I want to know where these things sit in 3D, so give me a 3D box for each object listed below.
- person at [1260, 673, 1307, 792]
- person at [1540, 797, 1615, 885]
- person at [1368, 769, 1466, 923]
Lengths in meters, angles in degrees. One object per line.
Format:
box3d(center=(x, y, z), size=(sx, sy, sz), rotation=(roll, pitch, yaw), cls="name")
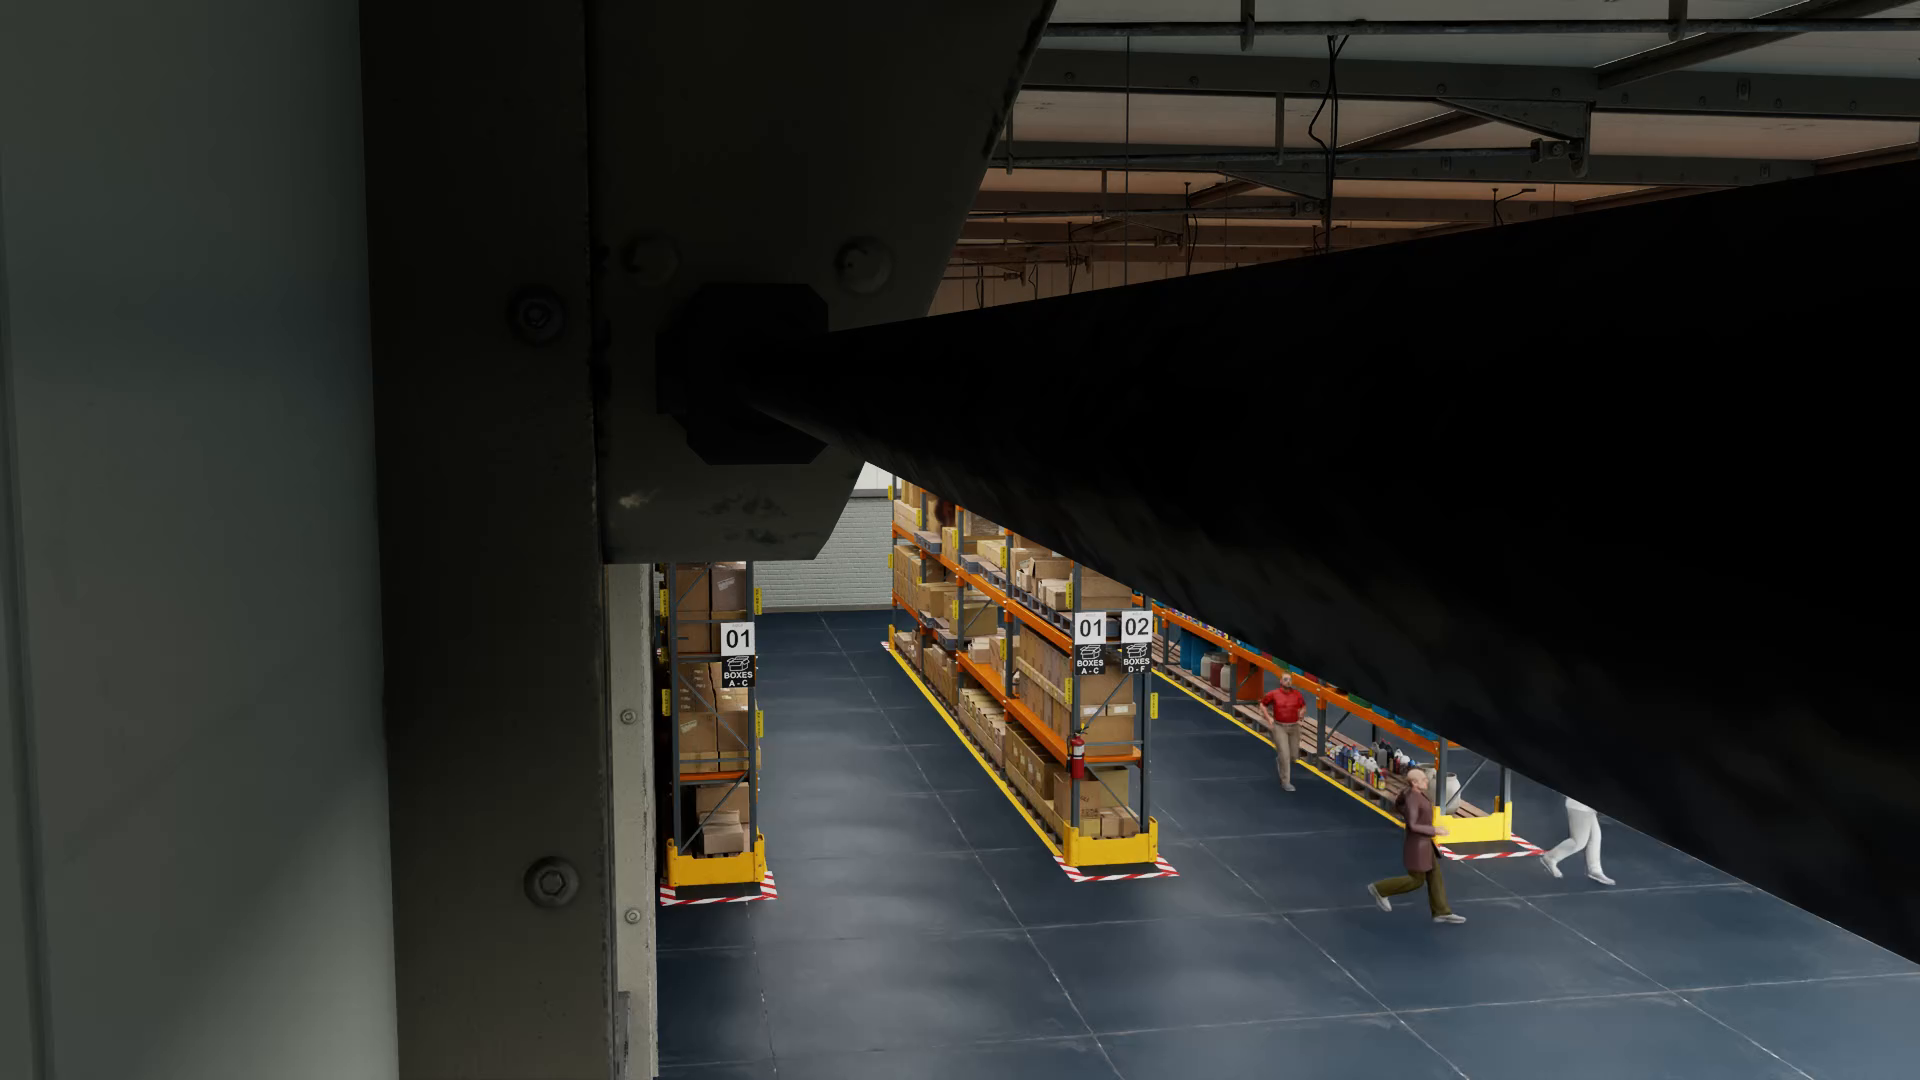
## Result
box3d(center=(4.825, 2.812, 24.711), size=(0.674, 1.696, 0.907), rotation=(-1, 6, -11), cls="person")
box3d(center=(7.526, 3.274, 20.196), size=(0.870, 1.808, 0.686), rotation=(2, 7, 20), cls="person")
box3d(center=(5.157, 3.431, 18.699), size=(1.079, 1.742, 0.724), rotation=(2, 7, 18), cls="person")
